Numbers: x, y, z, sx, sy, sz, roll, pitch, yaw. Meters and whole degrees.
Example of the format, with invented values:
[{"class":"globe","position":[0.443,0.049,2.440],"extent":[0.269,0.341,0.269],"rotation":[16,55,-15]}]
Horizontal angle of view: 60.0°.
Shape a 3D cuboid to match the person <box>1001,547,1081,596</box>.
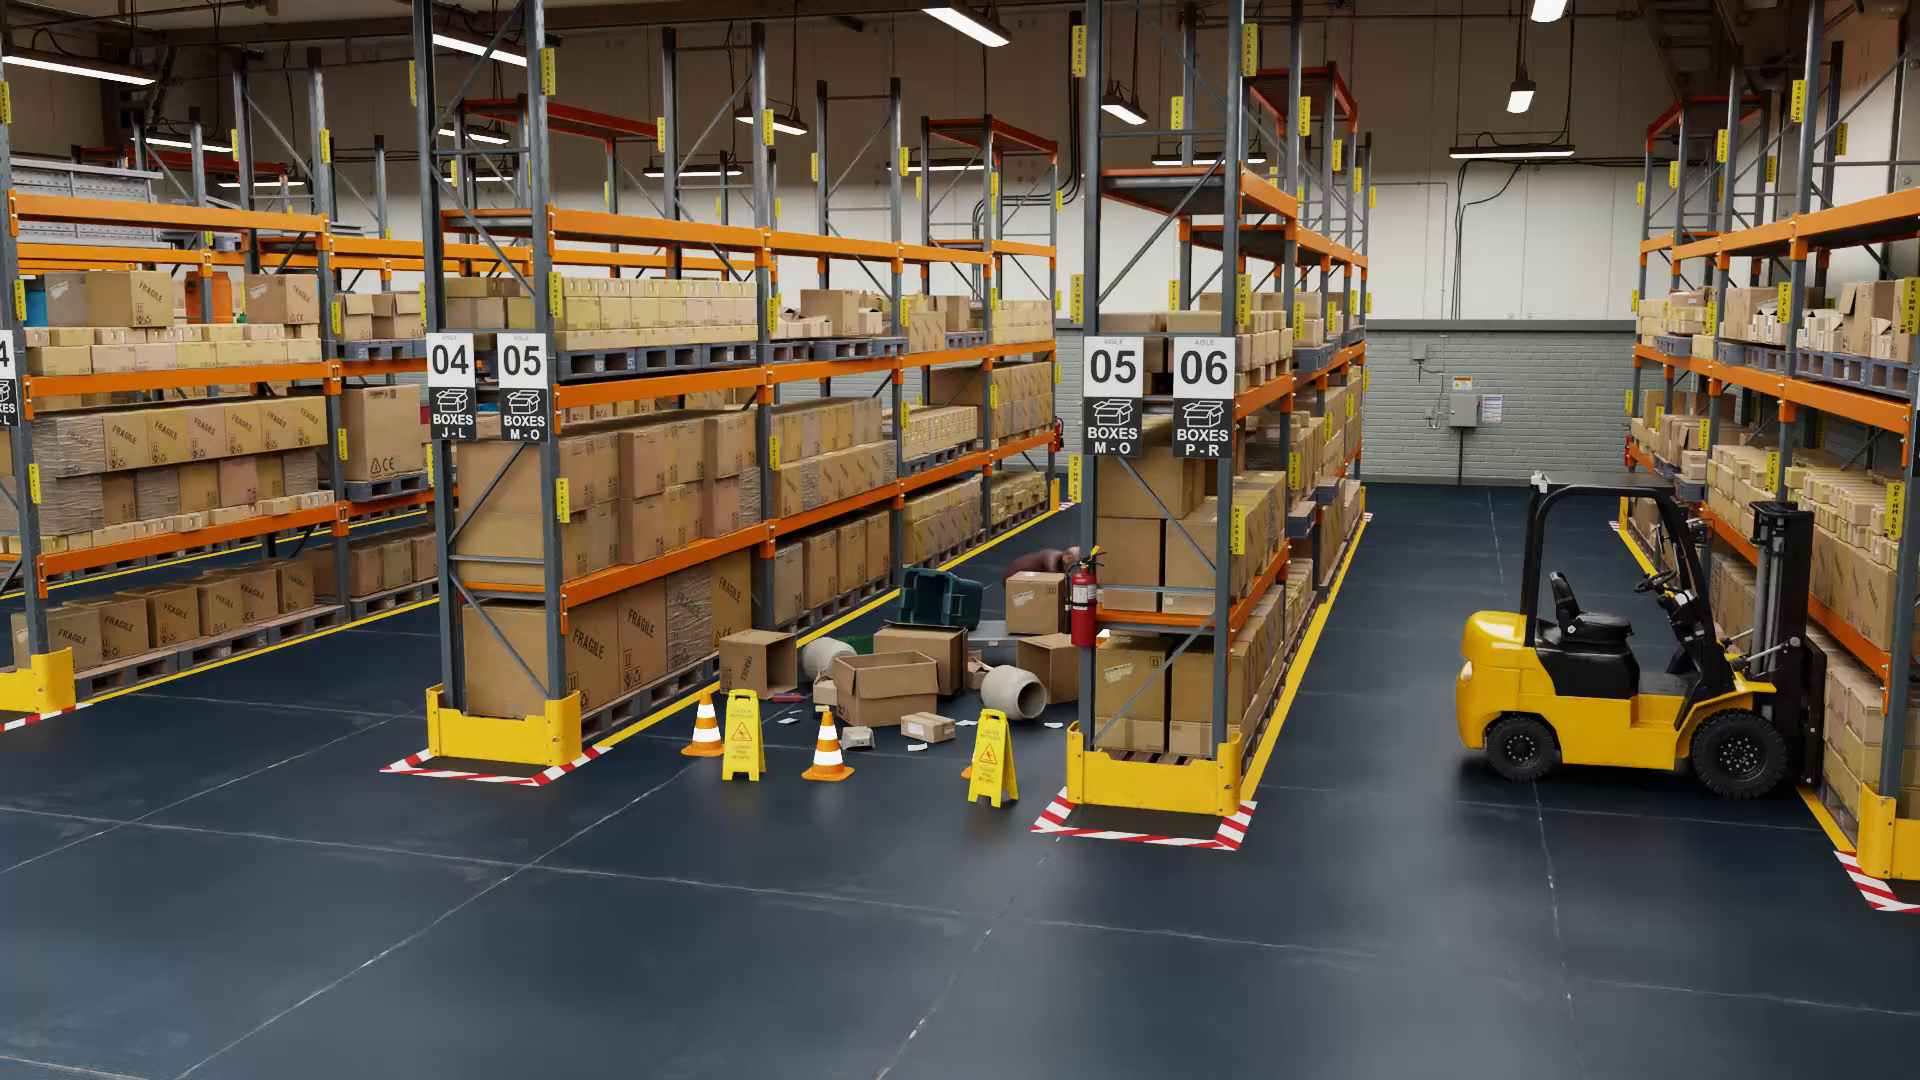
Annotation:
[{"class":"person","position":[0.892,0.511,18.055],"extent":[0.904,0.895,0.579],"rotation":[2,8,15]}]
